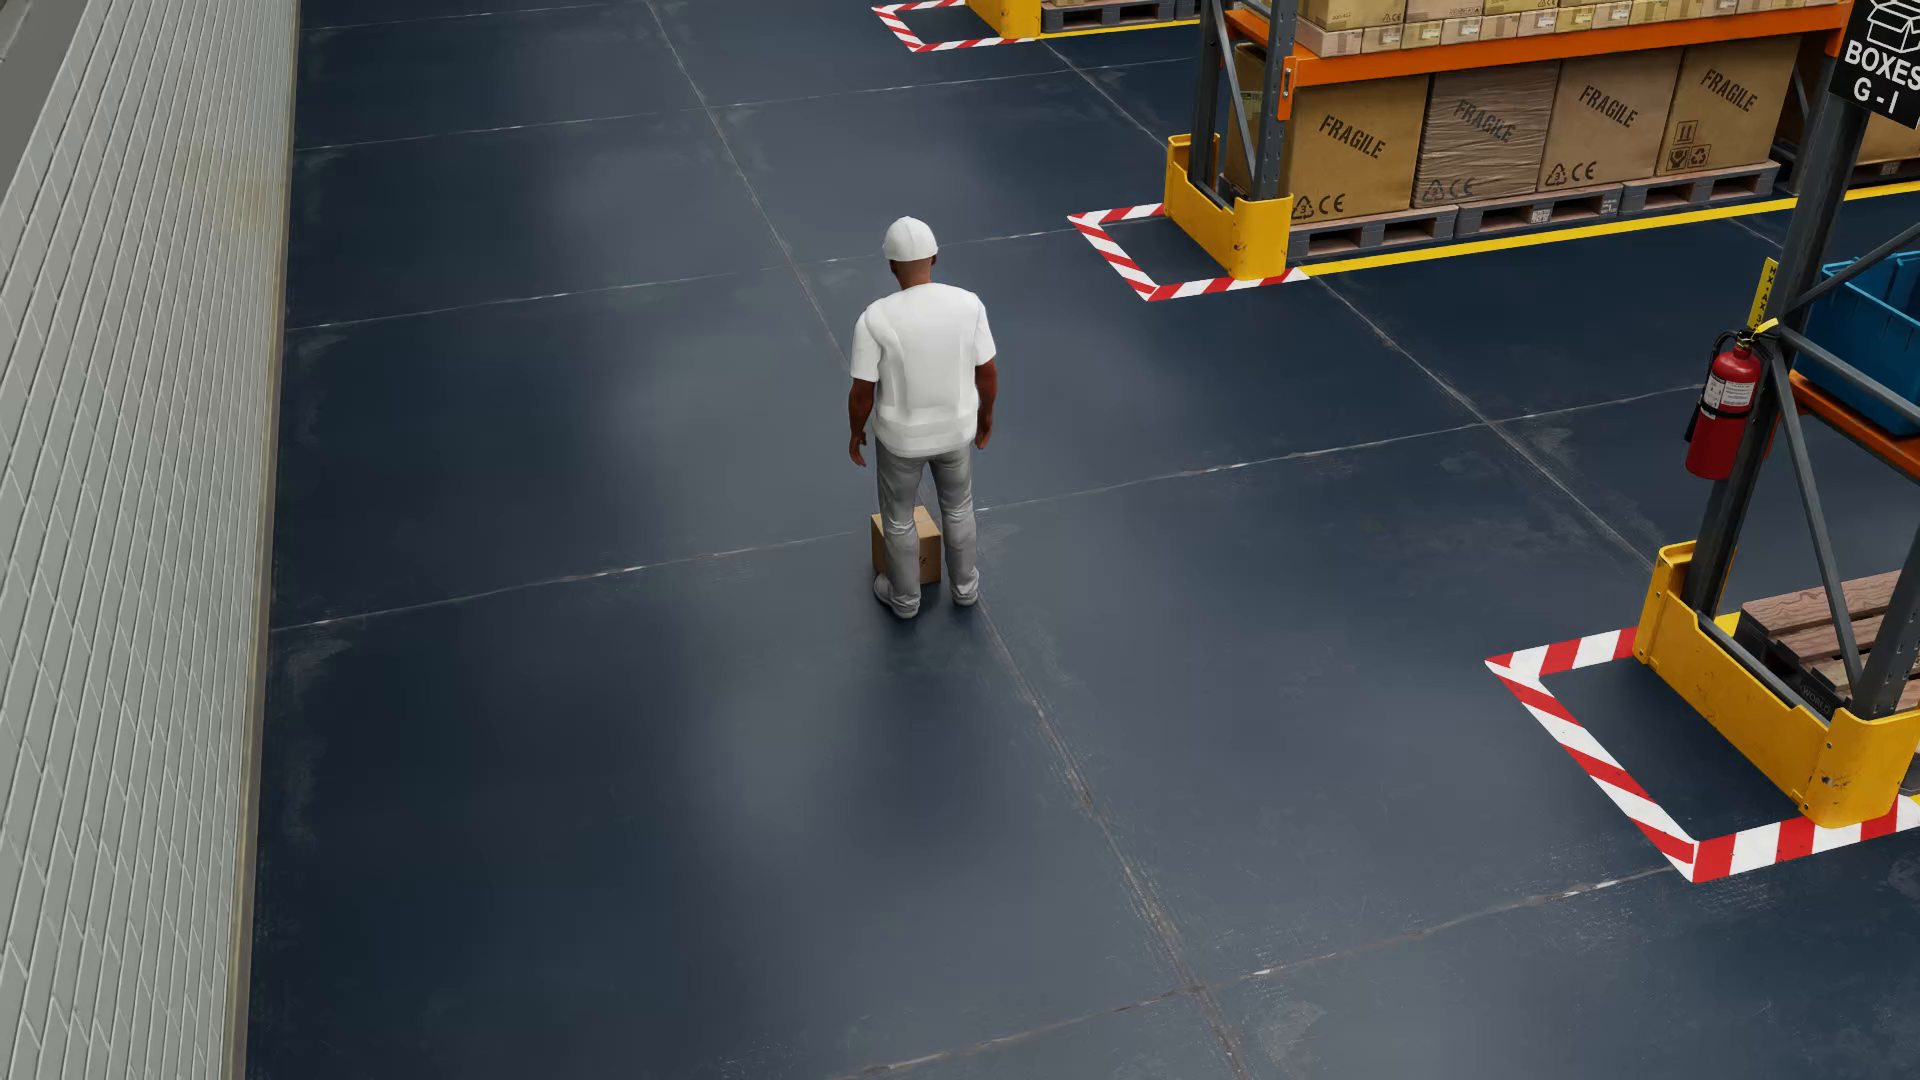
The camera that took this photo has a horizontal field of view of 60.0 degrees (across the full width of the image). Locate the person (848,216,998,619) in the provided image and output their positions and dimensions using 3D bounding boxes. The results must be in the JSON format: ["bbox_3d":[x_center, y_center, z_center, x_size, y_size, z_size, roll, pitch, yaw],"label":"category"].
[{"bbox_3d":[-0.155,-0.474,6.835,0.628,1.761,0.457,-10,35,-14],"label":"person"}]
